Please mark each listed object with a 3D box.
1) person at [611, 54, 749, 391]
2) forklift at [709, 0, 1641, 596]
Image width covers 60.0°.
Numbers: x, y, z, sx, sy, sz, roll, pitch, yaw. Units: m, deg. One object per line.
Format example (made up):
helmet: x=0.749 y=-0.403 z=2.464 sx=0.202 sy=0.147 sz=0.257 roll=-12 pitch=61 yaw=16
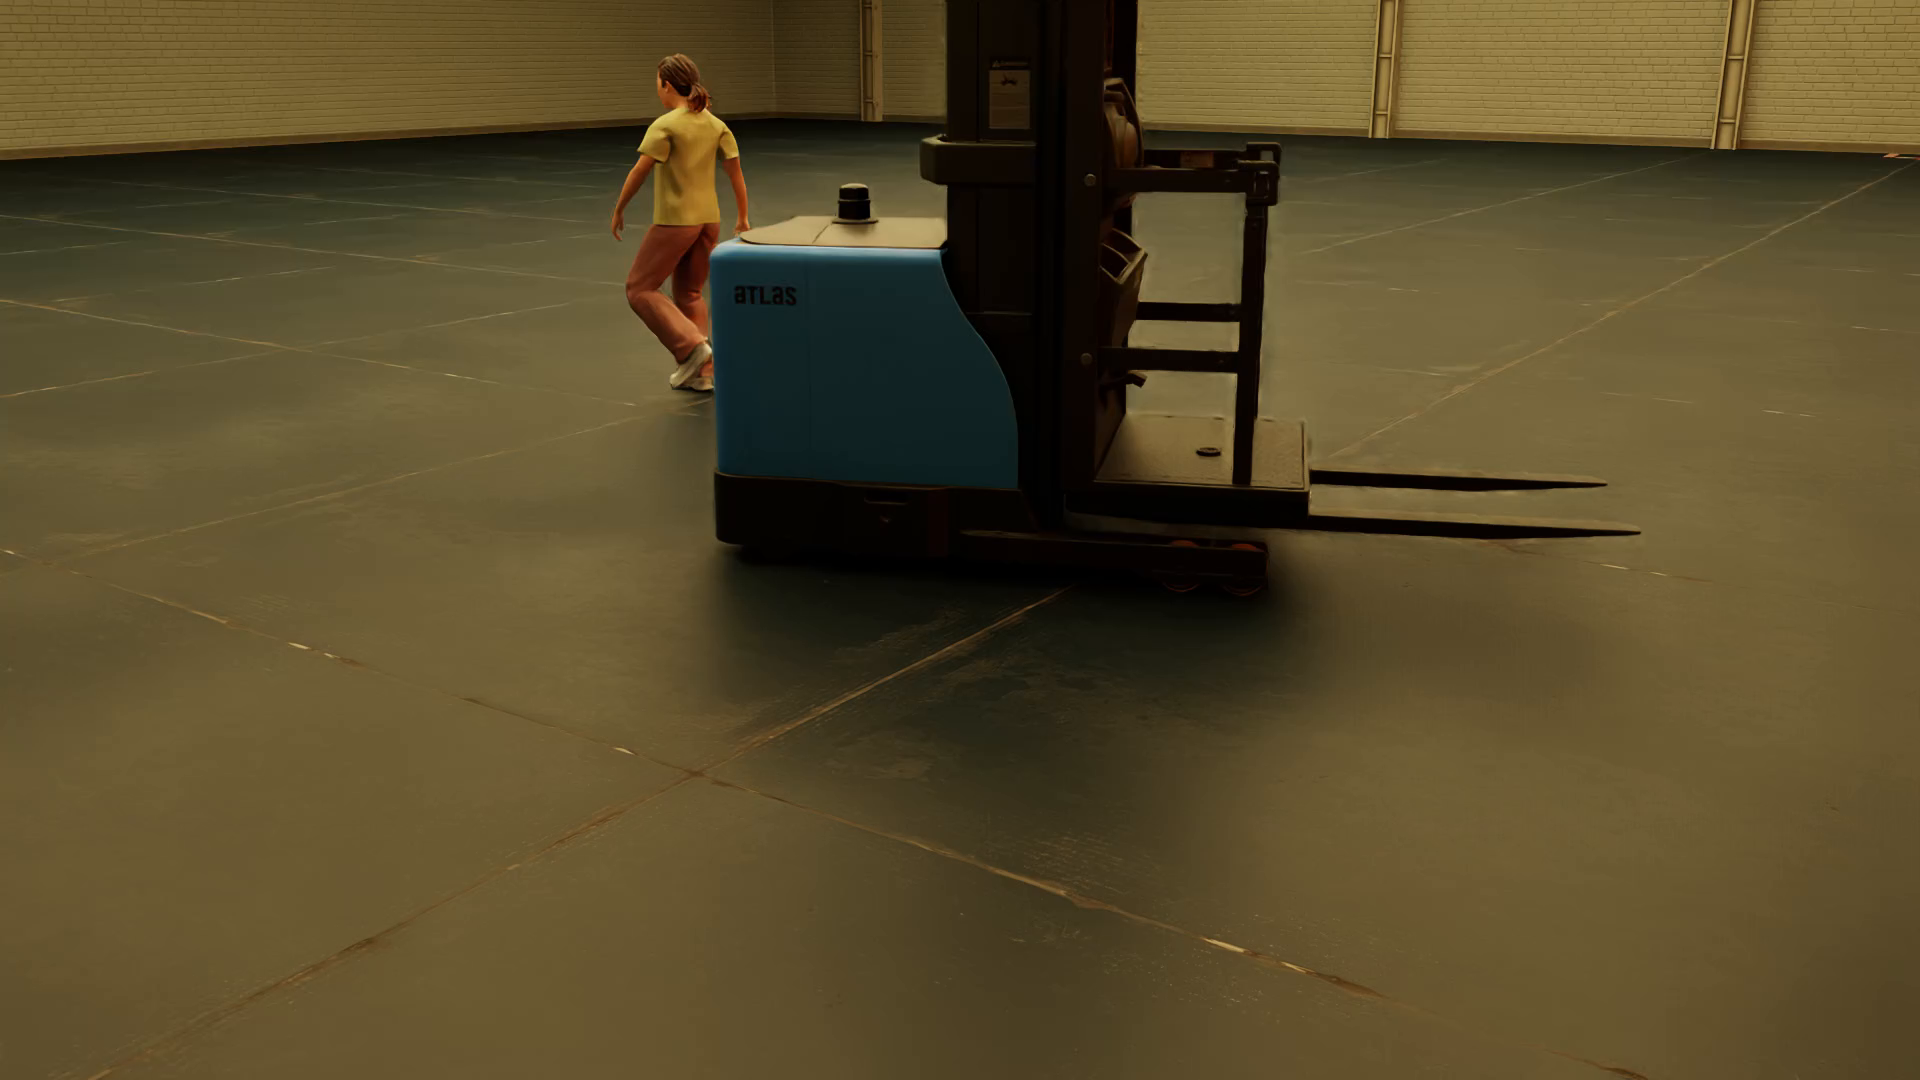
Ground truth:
person: x=-1.356 y=-1.548 z=8.240 sx=0.492 sy=1.656 sz=0.657 roll=12 pitch=20 yaw=35
forklift: x=0.728 y=-1.390 z=5.482 sx=3.031 sy=2.935 sz=1.130 roll=3 pitch=17 yaw=10
